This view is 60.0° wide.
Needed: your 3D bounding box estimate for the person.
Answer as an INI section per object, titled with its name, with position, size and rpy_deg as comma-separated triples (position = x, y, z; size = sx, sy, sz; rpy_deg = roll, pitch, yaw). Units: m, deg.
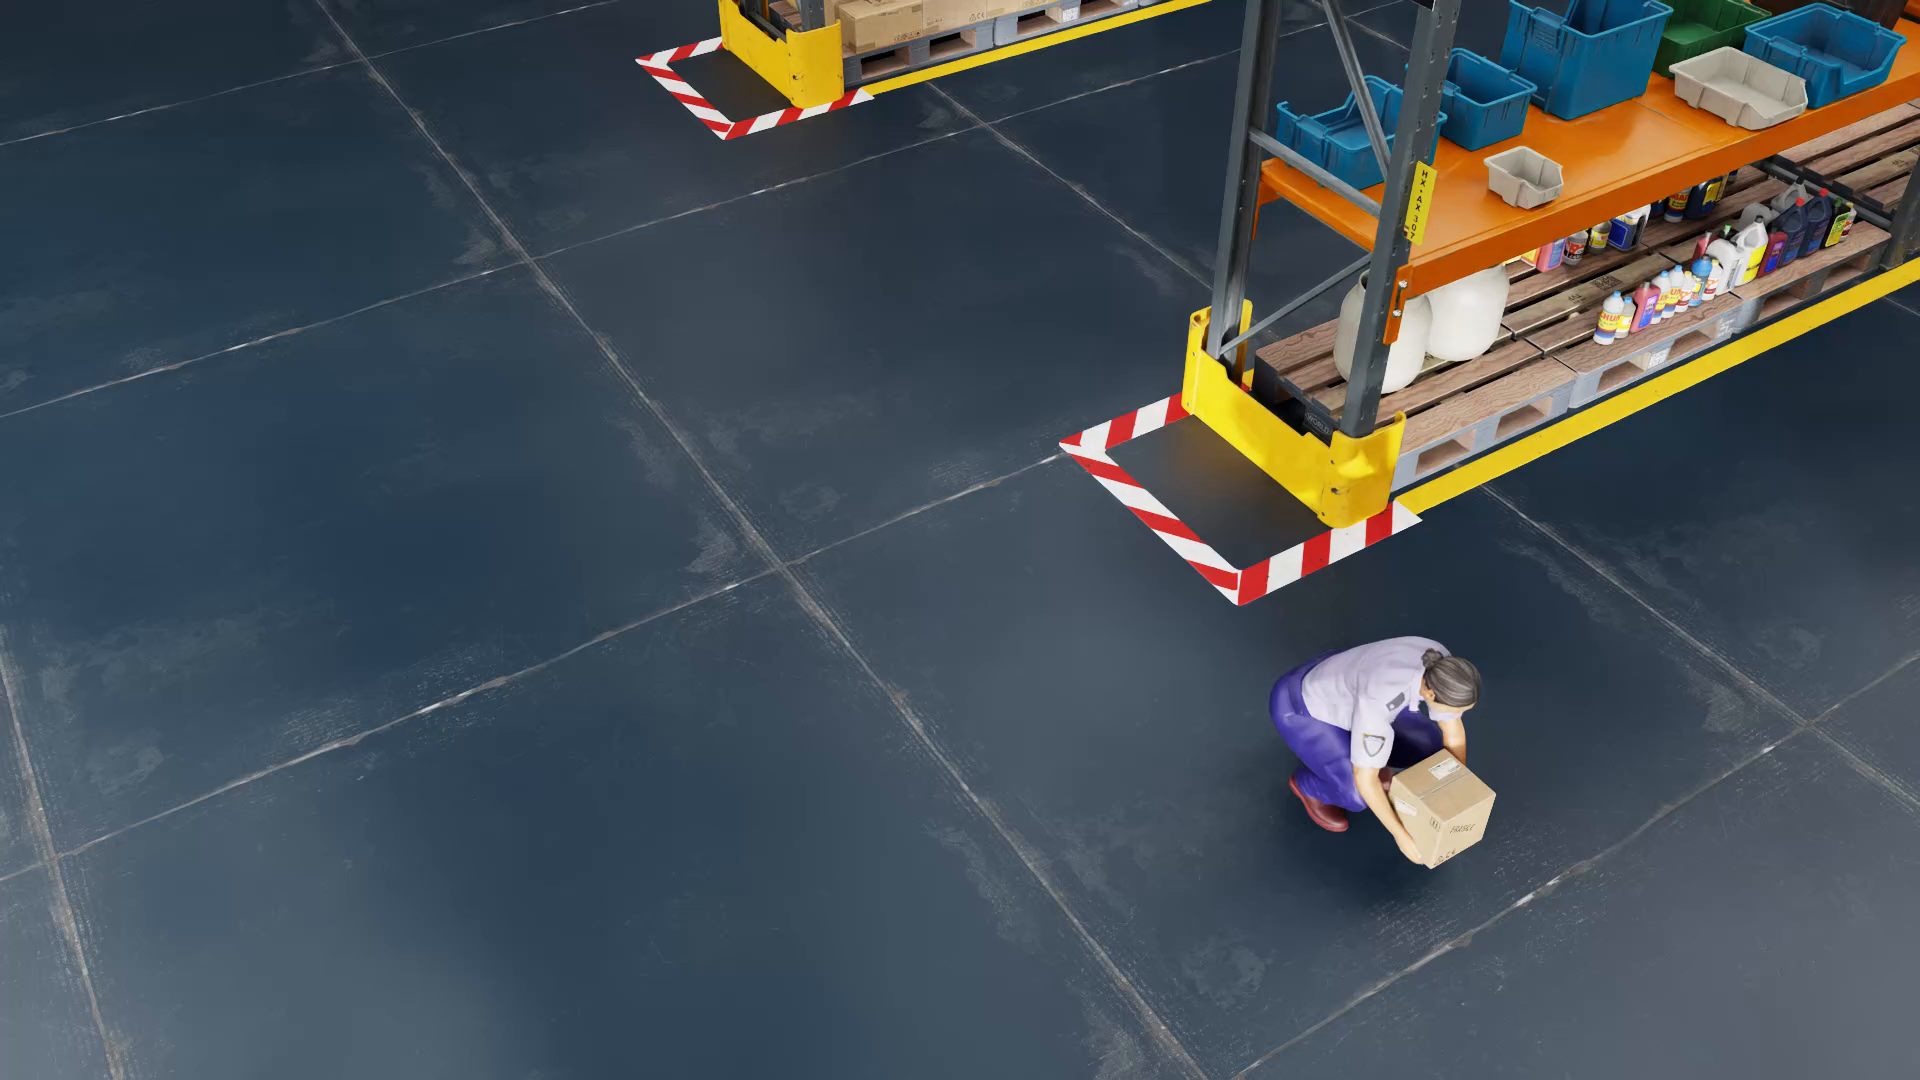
[person]
position = 1.512, 0.661, 5.980
size = 0.525, 0.915, 0.823
rpy_deg = -23, 46, -24
